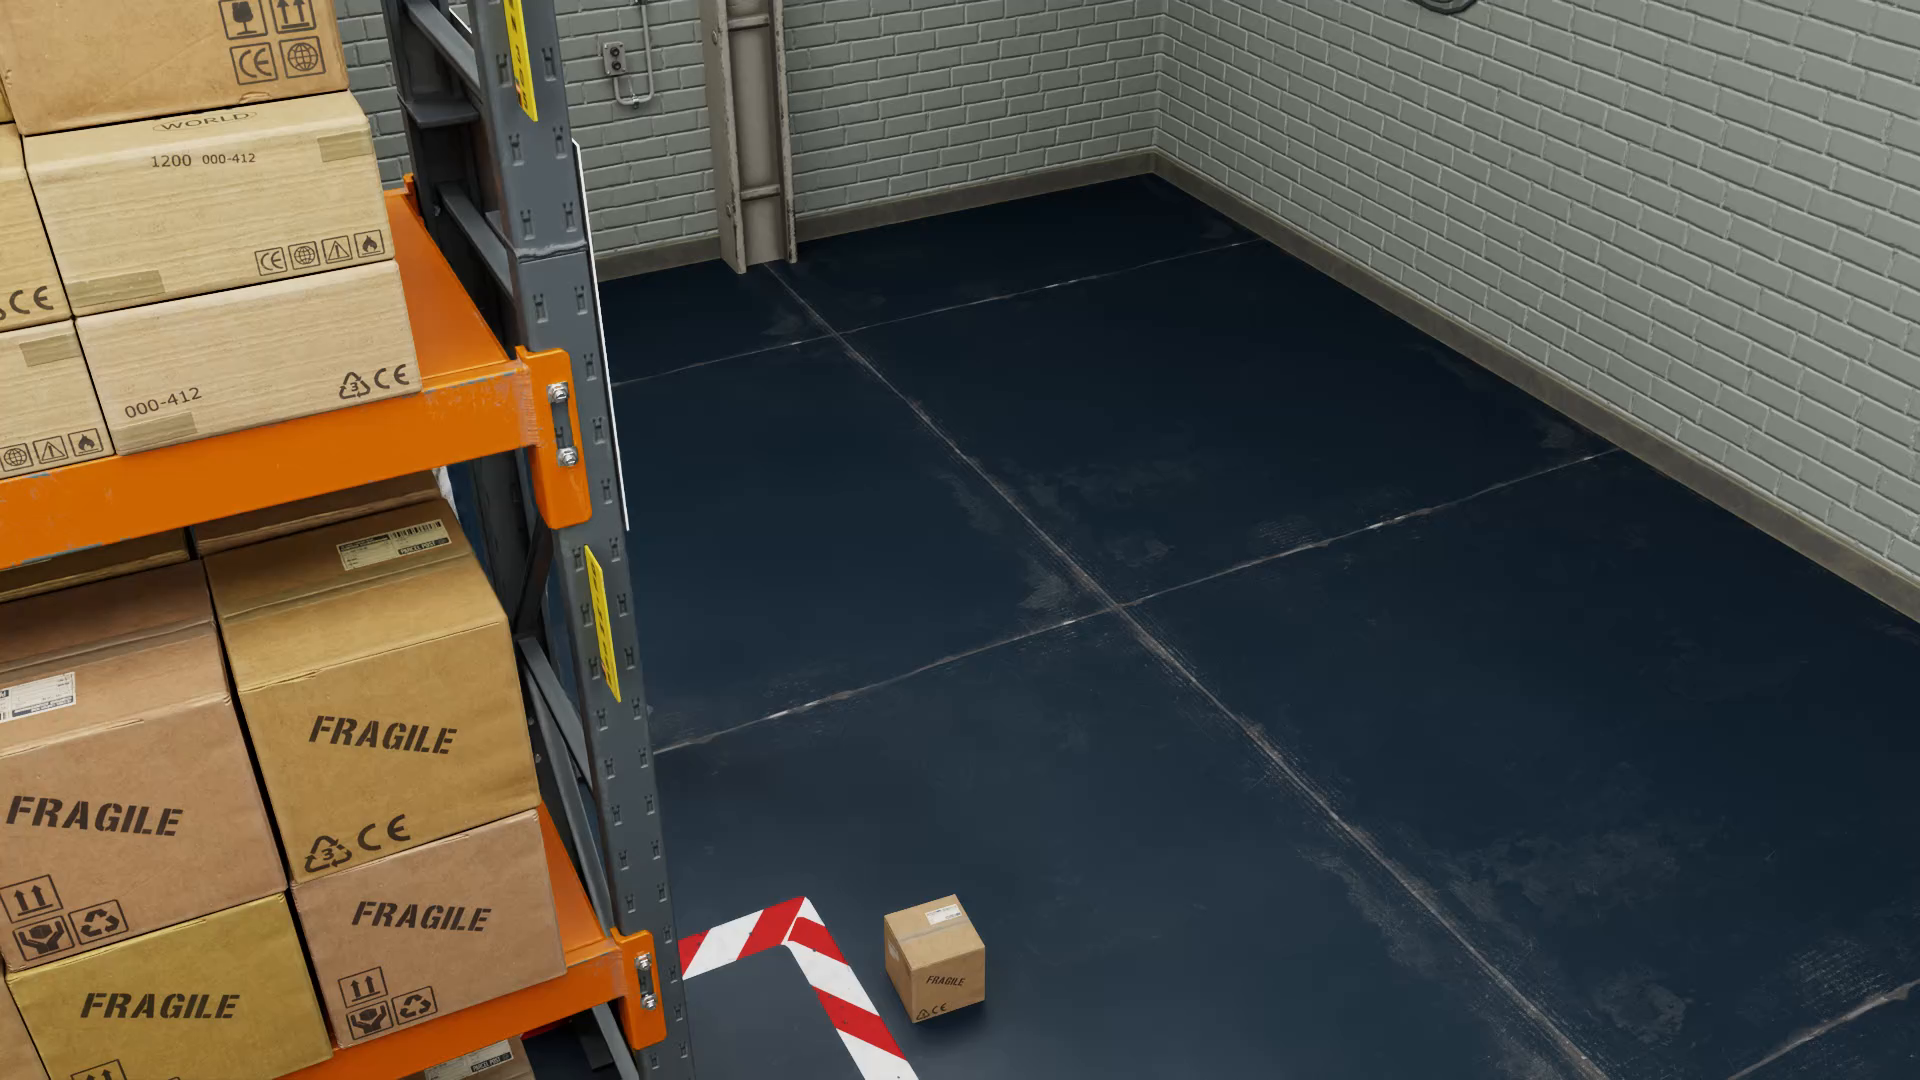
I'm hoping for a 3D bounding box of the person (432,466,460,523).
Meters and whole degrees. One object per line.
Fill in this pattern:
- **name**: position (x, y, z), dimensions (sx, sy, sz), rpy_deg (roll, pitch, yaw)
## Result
- **person**: position (-1.929, 0.171, 5.846), dimensions (0.932, 1.638, 0.494), rpy_deg (5, 34, 8)
